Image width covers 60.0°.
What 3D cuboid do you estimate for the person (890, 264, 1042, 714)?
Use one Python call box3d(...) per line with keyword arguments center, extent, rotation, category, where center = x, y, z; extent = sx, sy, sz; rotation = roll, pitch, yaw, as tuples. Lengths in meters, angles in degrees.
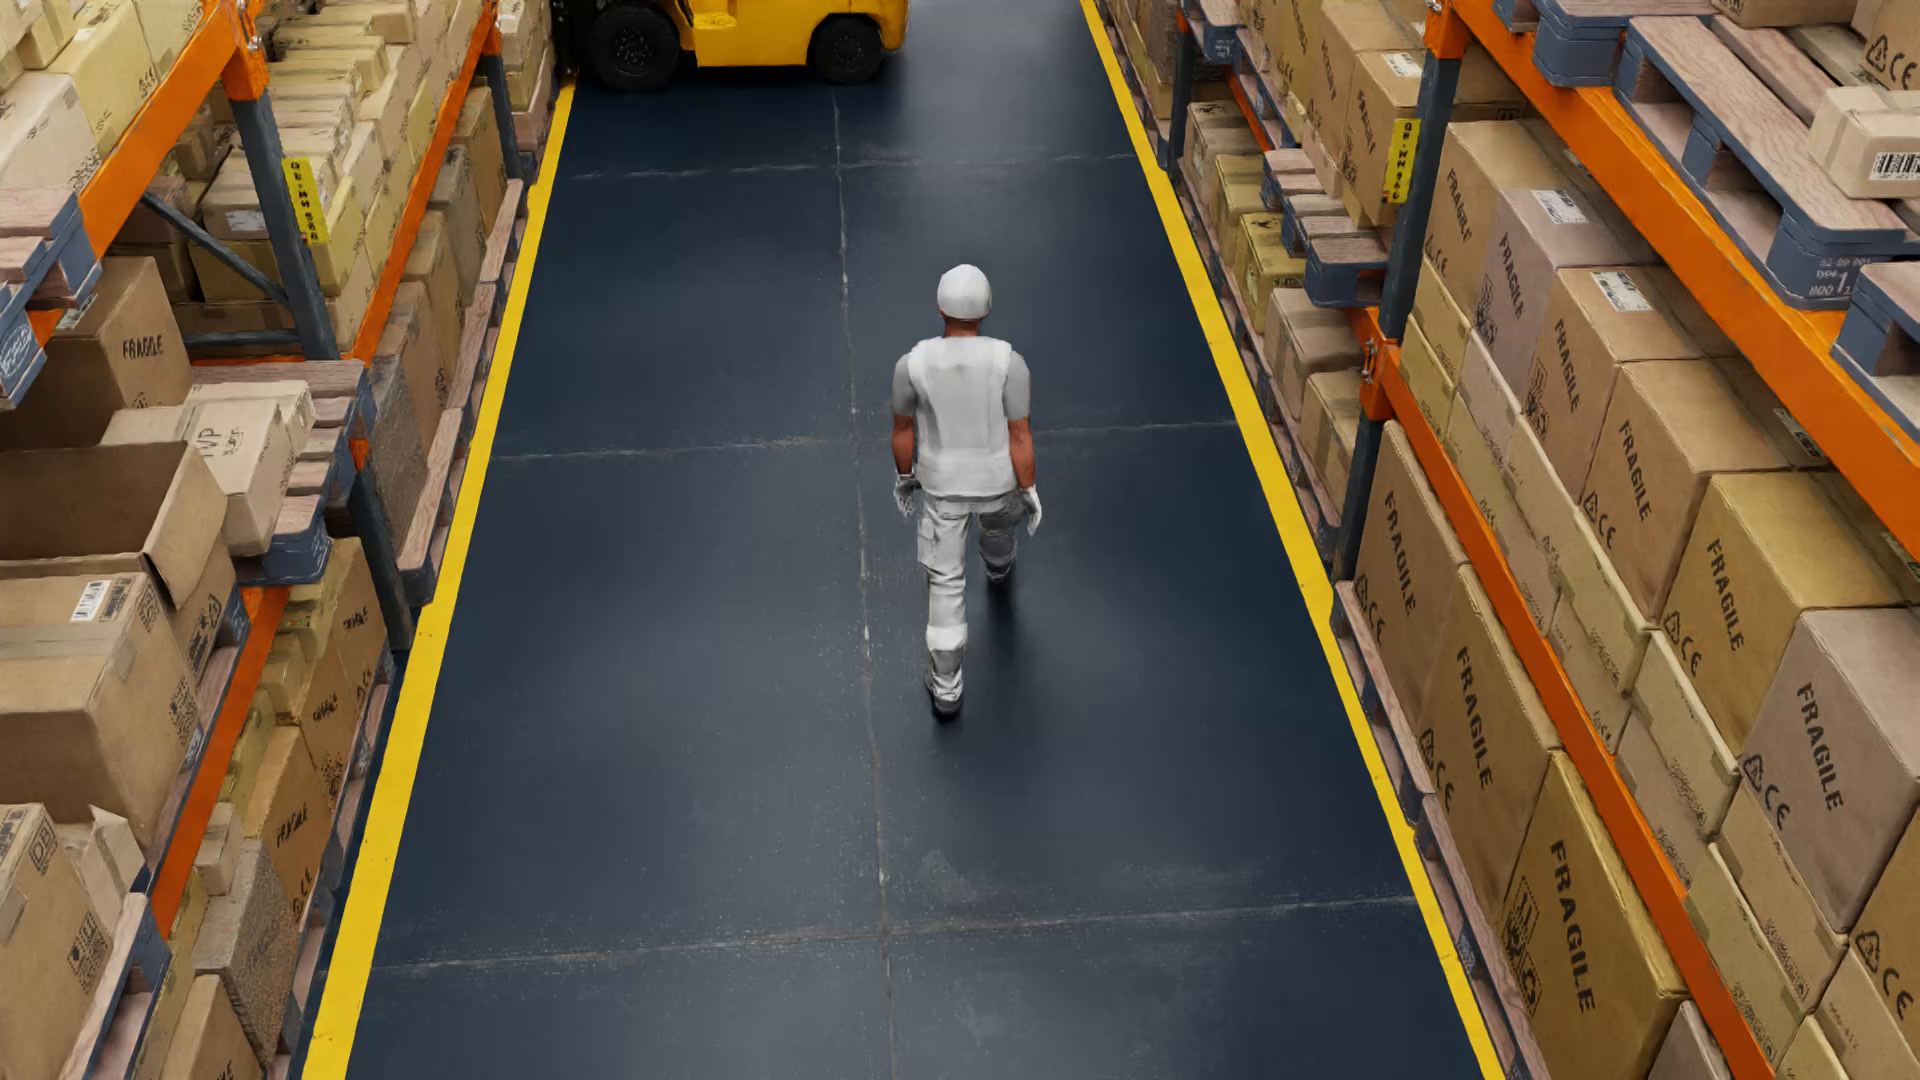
box3d(center=(0.025, -0.297, 6.534), extent=(0.581, 1.708, 1.102), rotation=(0, 39, 0), category="person")
